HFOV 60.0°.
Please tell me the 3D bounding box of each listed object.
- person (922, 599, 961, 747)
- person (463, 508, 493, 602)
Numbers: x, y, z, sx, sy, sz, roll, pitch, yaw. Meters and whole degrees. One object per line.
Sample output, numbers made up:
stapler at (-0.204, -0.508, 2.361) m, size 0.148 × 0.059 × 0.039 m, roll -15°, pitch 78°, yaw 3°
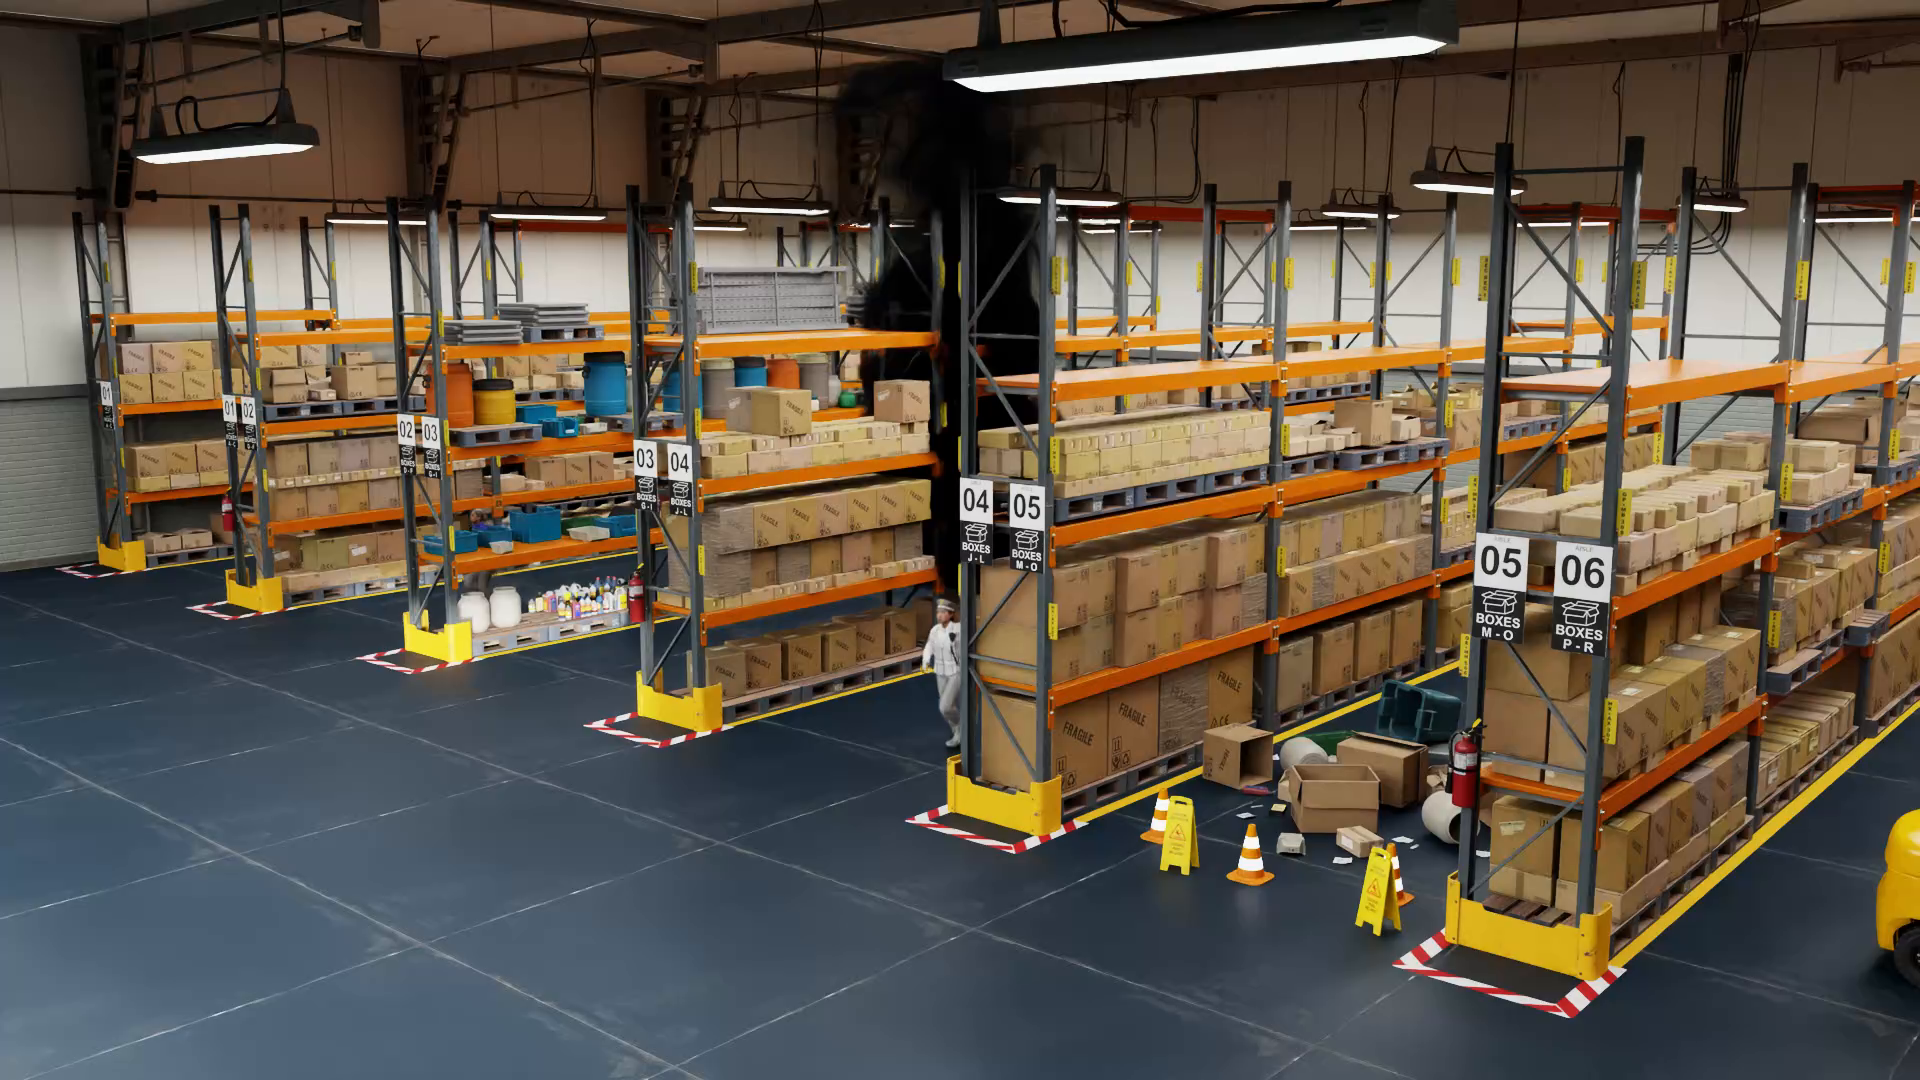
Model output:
person at (-0.101, 1.425, 17.539) m, size 0.634 × 1.651 × 0.729 m, roll 7°, pitch 12°, yaw 34°
person at (-7.050, 0.342, 24.319) m, size 0.558 × 1.621 × 0.561 m, roll -9°, pitch 13°, yaw -44°
